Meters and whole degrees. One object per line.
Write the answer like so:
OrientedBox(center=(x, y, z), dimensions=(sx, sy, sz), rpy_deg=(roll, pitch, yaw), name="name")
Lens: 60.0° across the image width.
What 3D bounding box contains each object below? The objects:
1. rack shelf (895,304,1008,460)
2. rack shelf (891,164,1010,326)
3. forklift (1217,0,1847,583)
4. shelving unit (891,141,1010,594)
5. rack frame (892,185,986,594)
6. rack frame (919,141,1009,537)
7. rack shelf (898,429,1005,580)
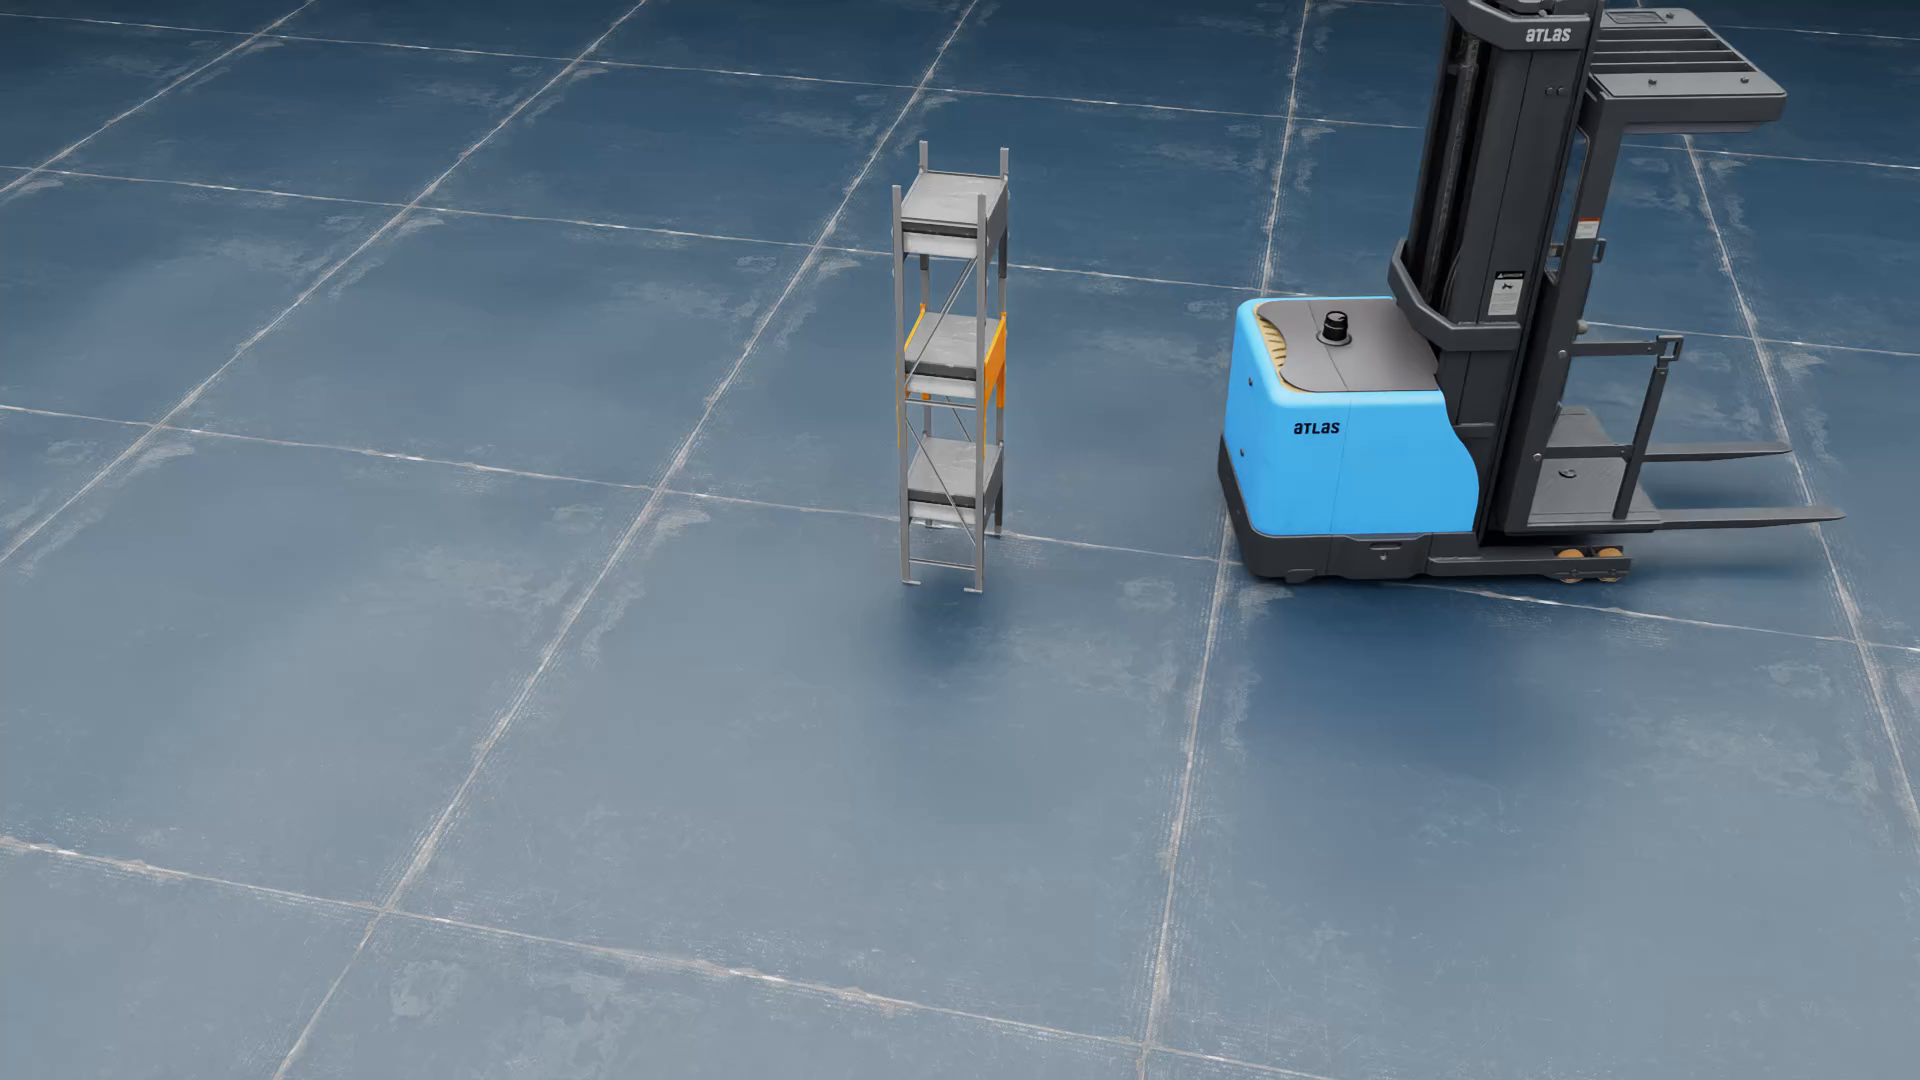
OrientedBox(center=(-0.035, -0.744, 7.781), dimensions=(0.431, 0.518, 0.480), rpy_deg=(7, 37, 10), name="rack shelf")
OrientedBox(center=(-0.035, -1.311, 7.370), dimensions=(0.431, 0.518, 0.480), rpy_deg=(7, 37, 10), name="rack shelf")
OrientedBox(center=(2.909, -1.286, 7.797), dimensions=(3.031, 2.935, 1.130), rpy_deg=(-1, 36, -2), name="forklift")
OrientedBox(center=(-0.035, -0.755, 7.773), dimensions=(0.431, 2.100, 0.503), rpy_deg=(7, 37, 10), name="shelving unit")
OrientedBox(center=(-0.087, -0.615, 7.580), dimensions=(0.400, 2.100, 0.015), rpy_deg=(7, 37, 10), name="rack frame")
OrientedBox(center=(0.017, -0.895, 7.966), dimensions=(0.400, 2.100, 0.015), rpy_deg=(7, 37, 10), name="rack frame")
OrientedBox(center=(-0.035, -0.177, 8.192), dimensions=(0.431, 0.518, 0.480), rpy_deg=(7, 37, 10), name="rack shelf")
